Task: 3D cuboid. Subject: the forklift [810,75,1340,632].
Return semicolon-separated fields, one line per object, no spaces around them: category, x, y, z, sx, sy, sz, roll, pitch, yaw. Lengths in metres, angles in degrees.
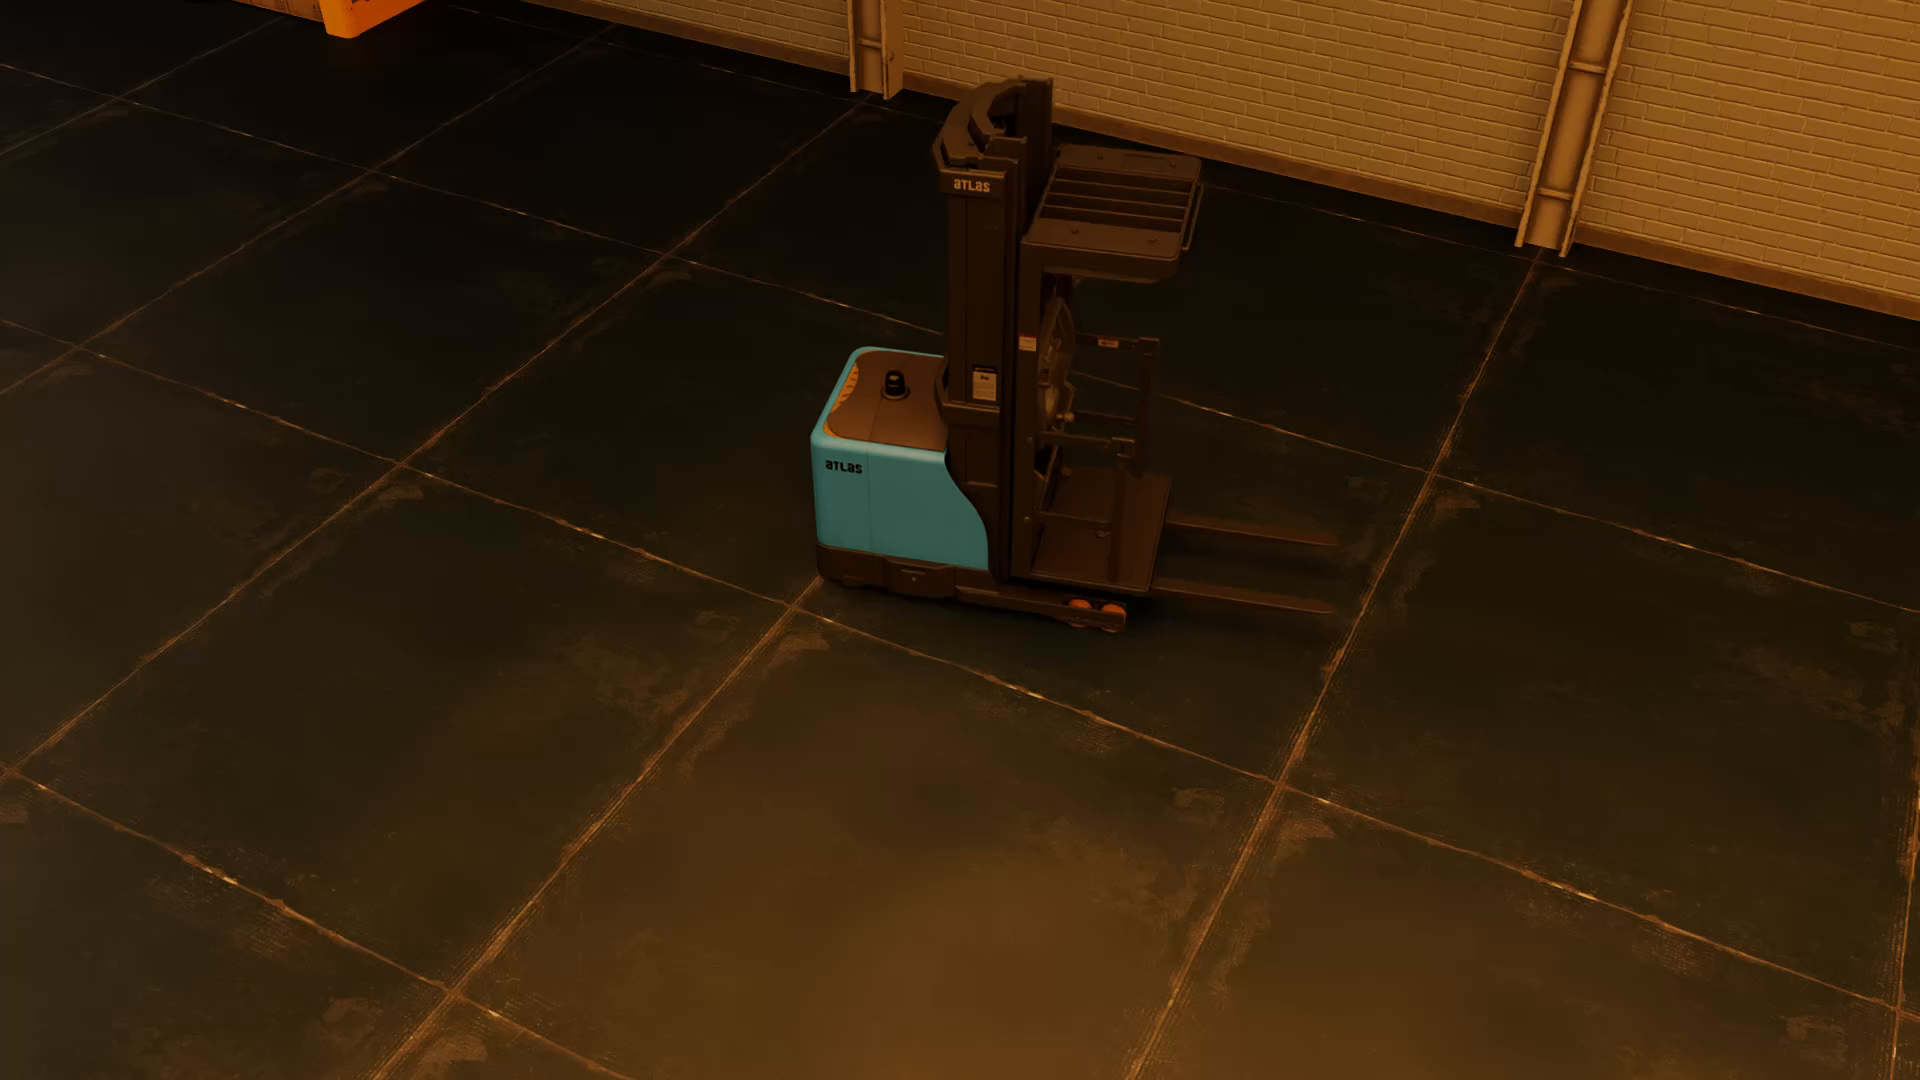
forklift;0.715;-0.964;9.131;3.031;2.935;1.130;8;41;10

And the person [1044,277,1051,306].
person;0.559;-1.761;11.200;1.203;1.536;0.917;-23;45;-25
